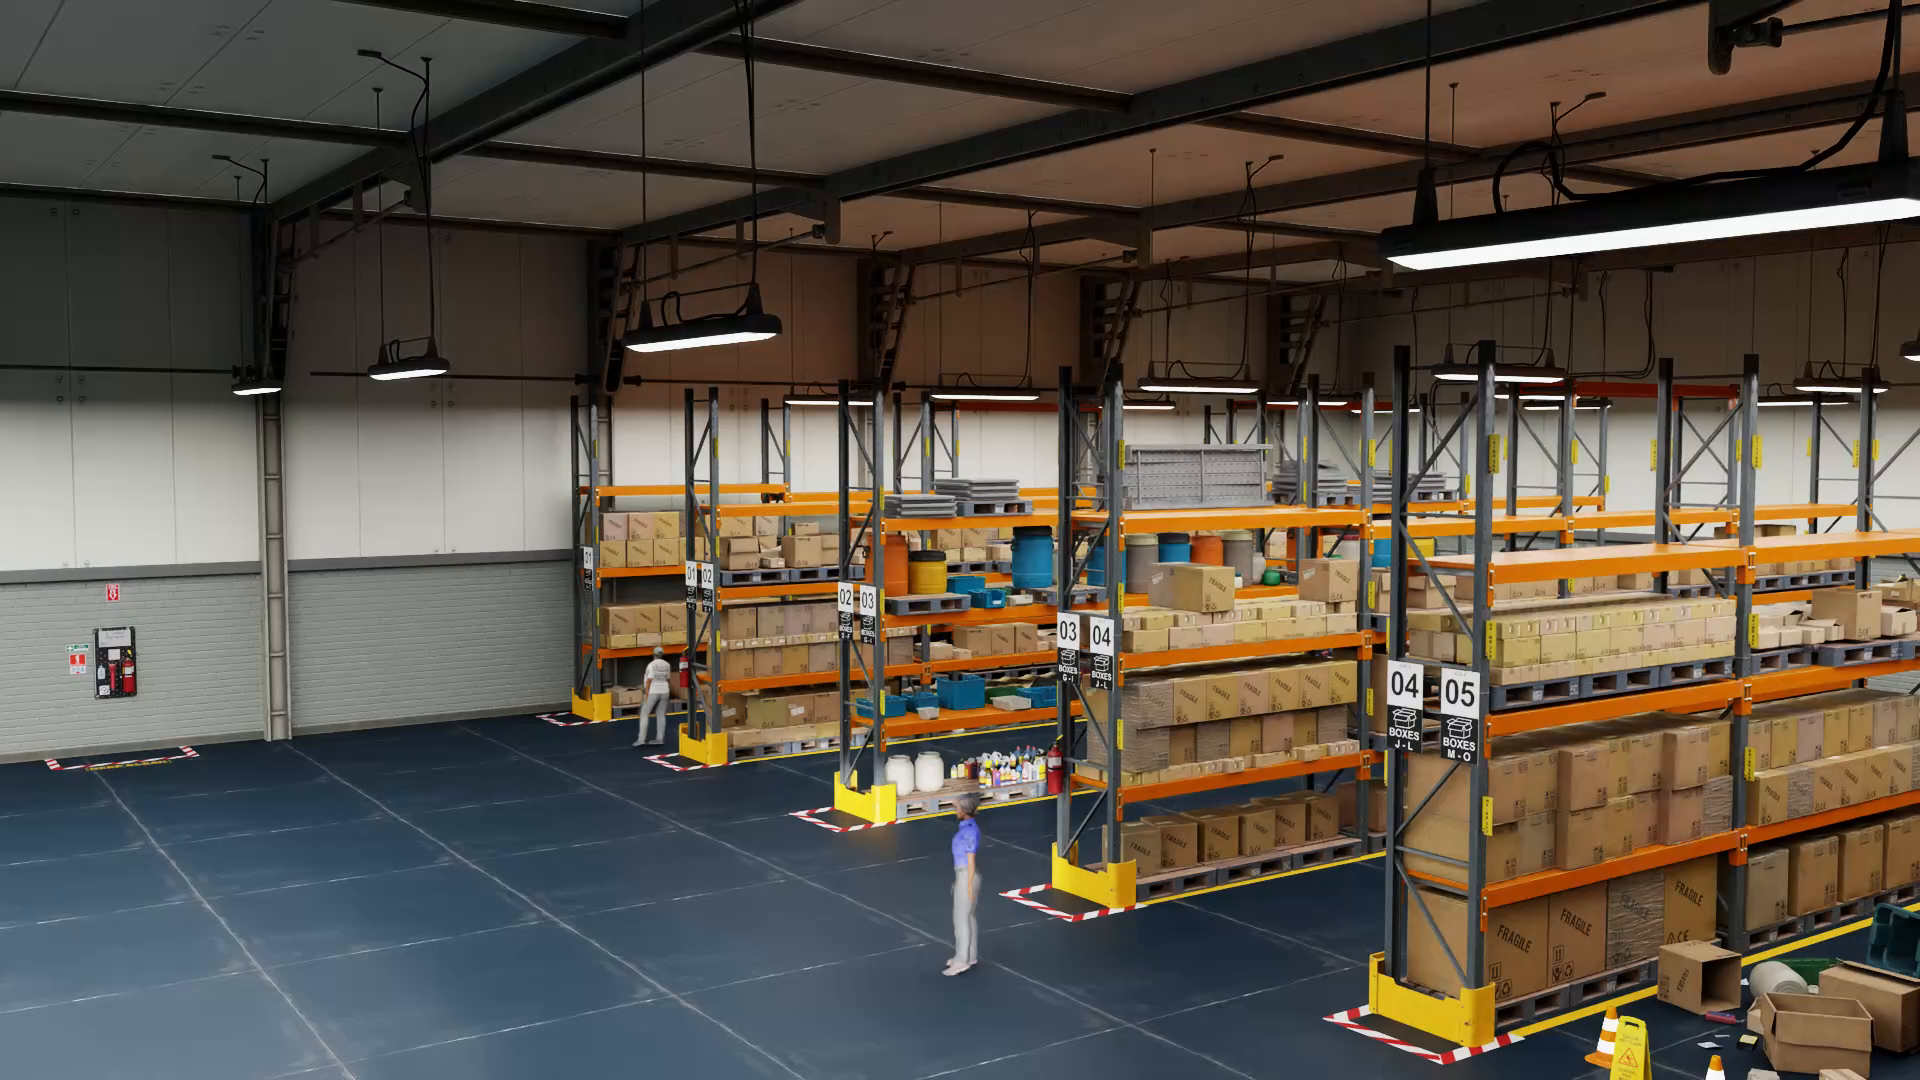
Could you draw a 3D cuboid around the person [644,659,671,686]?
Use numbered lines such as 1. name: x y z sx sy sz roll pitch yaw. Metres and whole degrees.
1. person: -5.144 2.302 28.173 0.475 0.583 0.334 -3 5 -43
